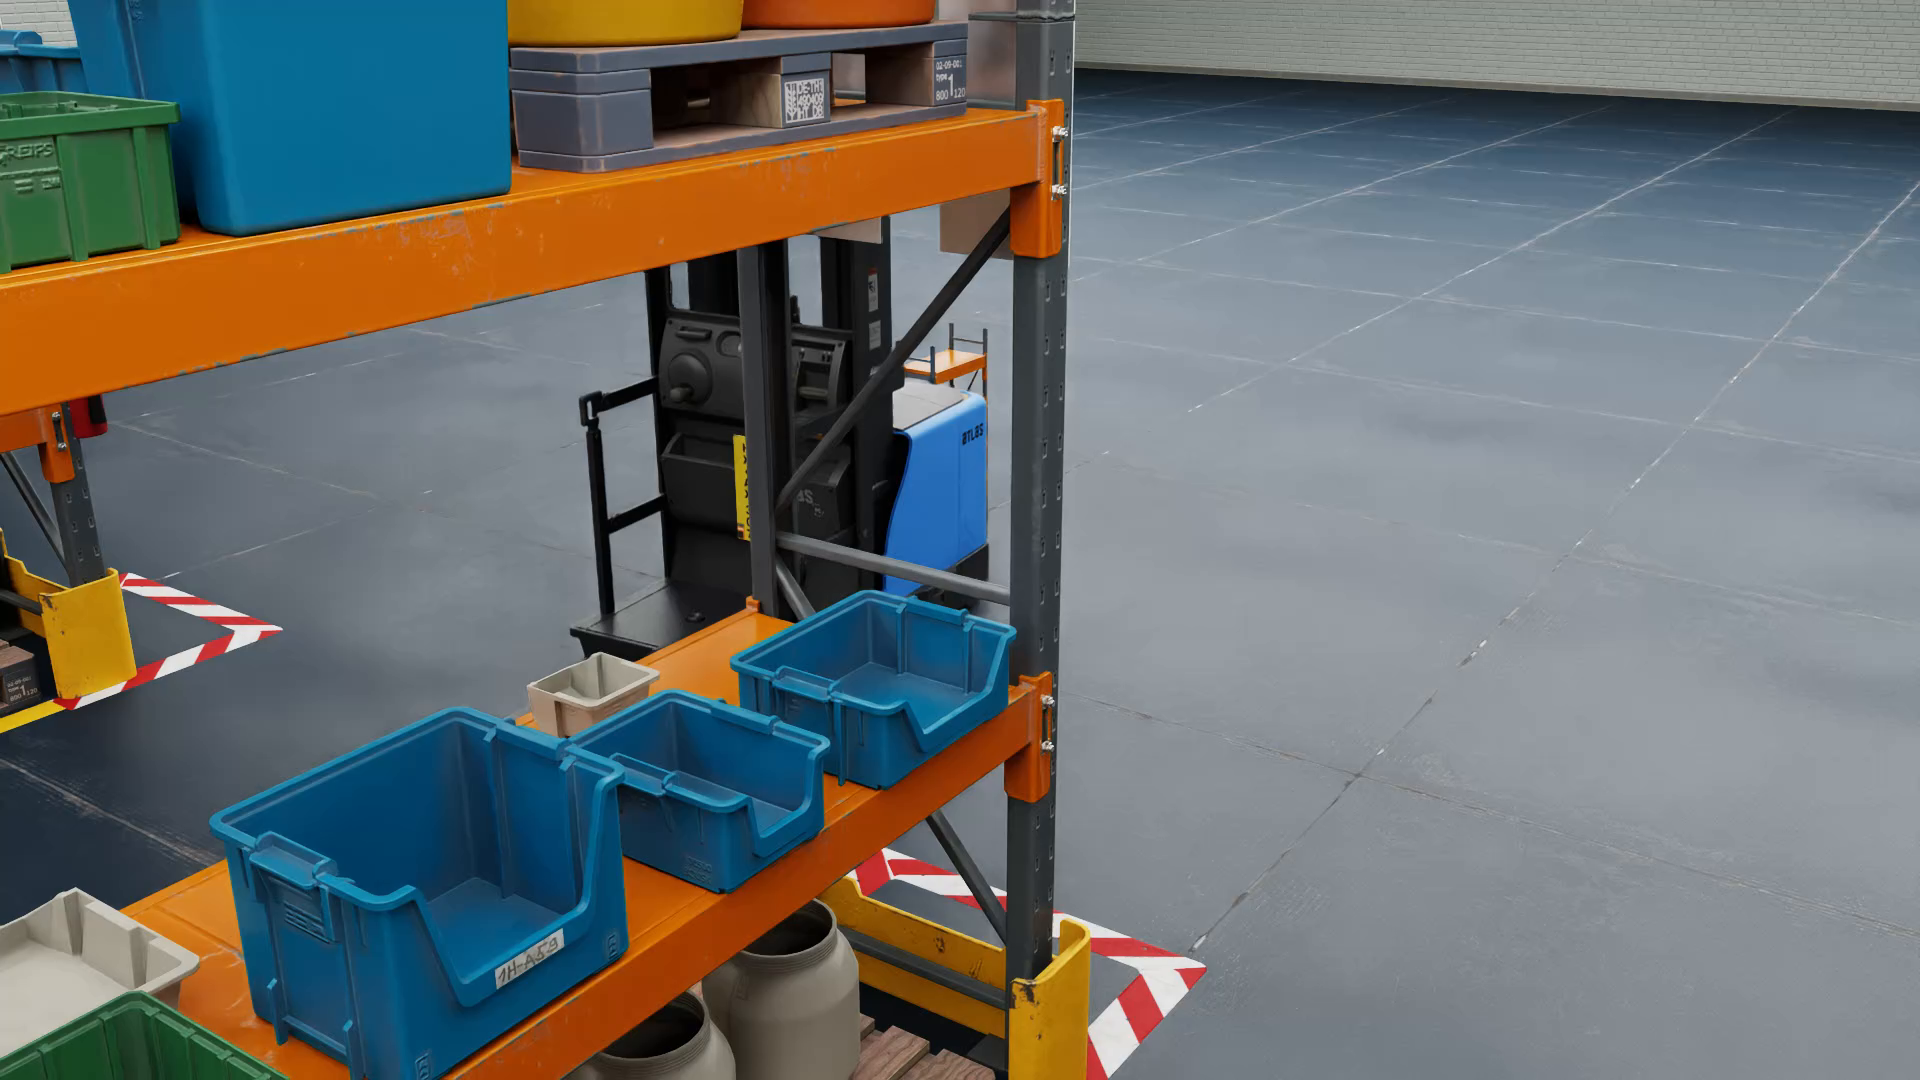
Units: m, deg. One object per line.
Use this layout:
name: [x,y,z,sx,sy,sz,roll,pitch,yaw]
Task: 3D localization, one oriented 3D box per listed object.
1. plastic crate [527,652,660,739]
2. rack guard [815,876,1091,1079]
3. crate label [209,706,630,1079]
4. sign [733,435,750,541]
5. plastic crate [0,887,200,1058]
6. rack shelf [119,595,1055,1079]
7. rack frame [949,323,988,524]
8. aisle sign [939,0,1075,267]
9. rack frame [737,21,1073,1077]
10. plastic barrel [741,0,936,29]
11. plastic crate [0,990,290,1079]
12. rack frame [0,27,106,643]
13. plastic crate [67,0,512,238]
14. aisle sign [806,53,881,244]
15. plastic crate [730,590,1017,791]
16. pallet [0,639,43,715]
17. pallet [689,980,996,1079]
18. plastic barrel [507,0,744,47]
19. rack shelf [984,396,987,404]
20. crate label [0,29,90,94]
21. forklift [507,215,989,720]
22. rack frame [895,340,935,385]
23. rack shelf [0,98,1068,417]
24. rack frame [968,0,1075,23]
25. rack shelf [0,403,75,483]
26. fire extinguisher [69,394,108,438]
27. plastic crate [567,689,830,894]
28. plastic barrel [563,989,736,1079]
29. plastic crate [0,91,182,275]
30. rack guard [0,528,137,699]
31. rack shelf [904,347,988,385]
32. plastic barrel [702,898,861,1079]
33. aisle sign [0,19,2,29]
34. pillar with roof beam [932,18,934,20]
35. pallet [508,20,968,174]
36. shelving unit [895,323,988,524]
plastic crate: [-0.945,0.406,4.223,0.298,0.136,0.250,13,24,32]
rack guard: [-0.179,1.292,5.051,1.175,0.500,0.348,13,24,32]
crate label: [-0.986,0.653,3.125,0.502,0.435,0.616,13,24,32]
sign: [-0.628,-0.150,4.947,0.100,0.325,0.005,13,24,32]
plastic crate: [-1.721,0.845,3.038,0.530,0.136,0.437,13,24,32]
rack shelf: [-1.300,1.000,3.275,1.077,0.370,4.000,13,24,32]
rack frame: [0.044,-0.585,9.118,0.240,1.200,0.015,13,24,32]
aisle sign: [0.111,-1.093,4.150,0.394,0.787,0.004,13,24,32]
rack frame: [-0.175,0.089,4.702,1.000,3.000,0.127,13,24,32]
plastic barrel: [-0.344,-1.552,3.590,0.600,0.830,0.708,13,24,32]
plastic crate: [-1.427,1.001,2.540,0.450,0.188,0.662,13,24,32]
rack frame: [-4.272,-0.877,7.313,1.000,3.000,0.127,13,24,32]
plastic crate: [-0.998,-0.705,2.546,0.392,0.384,0.575,13,24,32]
aisle sign: [-0.377,-1.208,4.461,0.394,0.787,0.004,13,24,32]
plastic crate: [-0.209,0.360,4.181,0.499,0.251,0.616,13,24,32]
pallet: [-4.800,0.679,7.126,1.003,0.211,1.213,13,24,32]
pallet: [-0.640,1.660,4.474,1.003,0.211,1.213,13,24,32]
plastic barrel: [-0.711,-1.252,3.124,0.600,0.588,0.600,0,20,0]
rack shelf: [-0.093,-0.662,8.874,0.258,0.148,0.480,13,24,32]
crate label: [-1.501,-0.776,2.929,0.502,0.251,0.408,13,24,32]
forklift: [-0.999,-0.715,6.974,1.130,2.935,3.031,11,23,26]
rack frame: [-0.230,-0.445,8.739,0.240,1.200,0.015,13,24,32]
rack shelf: [-1.300,-0.407,2.755,1.077,0.370,4.000,13,24,32]
rack frame: [-0.175,-2.725,3.661,1.000,3.000,0.127,13,24,32]
rack shelf: [-5.396,0.034,5.886,1.077,0.370,4.000,13,24,32]
fire extinguisher: [-3.826,-0.784,7.172,0.296,0.674,0.183,13,24,32]
plastic crate: [-0.579,0.546,3.681,0.499,0.251,0.408,13,24,32]
plastic barrel: [-0.764,1.406,4.121,0.421,0.512,0.421,0,20,0]
plastic crate: [-1.312,-0.471,2.196,0.336,0.188,0.450,13,24,32]
rack guard: [-4.314,0.317,7.688,1.175,0.500,0.348,13,24,32]
rack shelf: [-0.093,-0.884,8.792,0.258,0.148,0.480,13,24,32]
plastic barrel: [-0.482,1.262,4.510,0.421,0.512,0.421,0,20,0]
aisle sign: [-3.989,-2.056,6.752,0.394,0.787,0.004,13,24,32]
pillar with roof beam: [2.713,-14.335,35.047,9.100,9.000,0.400,13,24,32]
pallet: [-0.721,-1.011,3.624,1.003,0.211,1.213,13,24,32]
shelving unit: [-0.093,-0.515,8.928,0.258,1.200,0.503,13,24,32]
